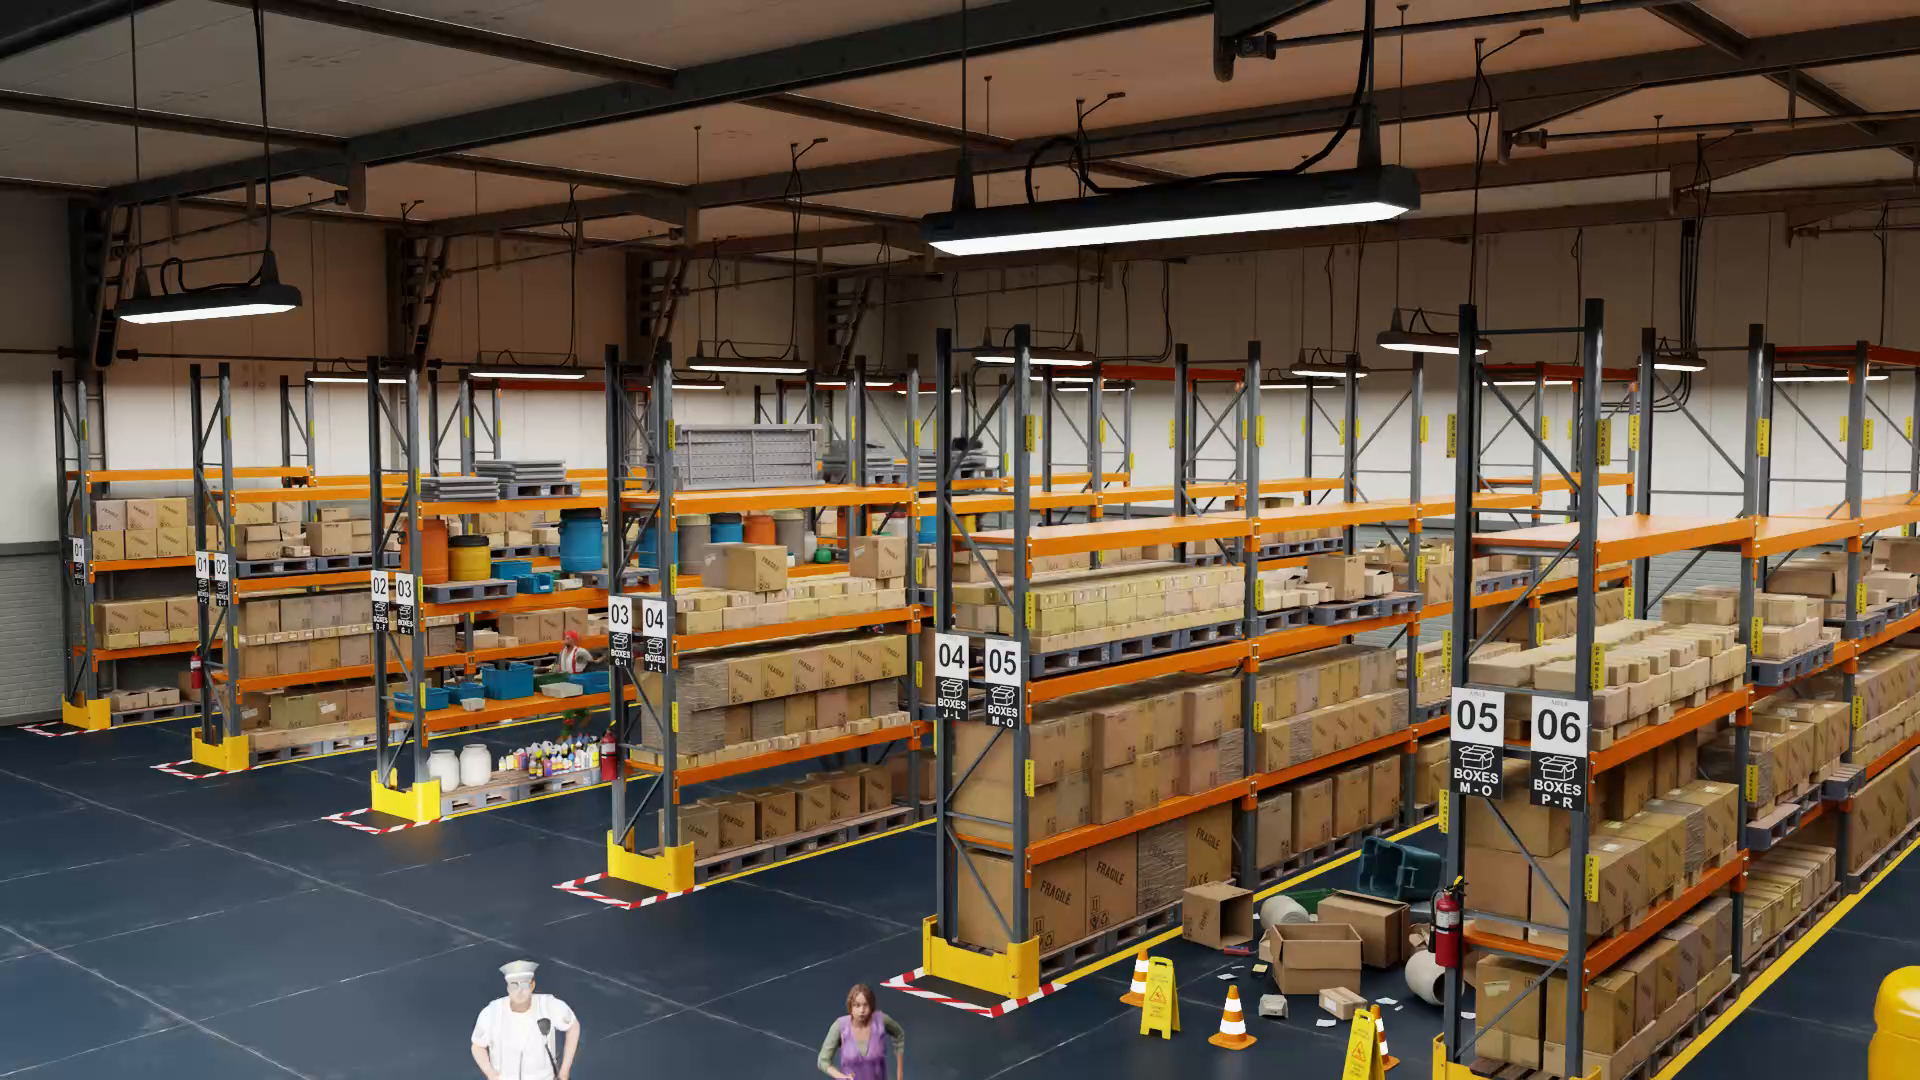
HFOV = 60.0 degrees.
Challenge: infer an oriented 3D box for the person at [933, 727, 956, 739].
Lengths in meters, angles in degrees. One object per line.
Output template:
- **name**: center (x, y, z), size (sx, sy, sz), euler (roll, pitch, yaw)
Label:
- **person**: center (-0.160, 2.488, 25.025), size (0.852, 1.767, 0.689), euler (-4, 6, -44)

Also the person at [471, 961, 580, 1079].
- **person**: center (-2.789, 3.530, 10.662), size (0.671, 1.742, 0.580), euler (-1, 4, -9)

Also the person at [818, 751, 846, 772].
- **person**: center (-1.929, 2.632, 24.058), size (0.629, 1.618, 0.515), euler (3, 5, 33)

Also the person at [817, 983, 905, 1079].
- **person**: center (-0.632, 3.598, 10.677), size (0.563, 1.613, 0.901), euler (0, 4, -4)

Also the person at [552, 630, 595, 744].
- **person**: center (-6.220, 2.340, 26.898), size (0.667, 1.785, 0.946), euler (3, 5, 32)
